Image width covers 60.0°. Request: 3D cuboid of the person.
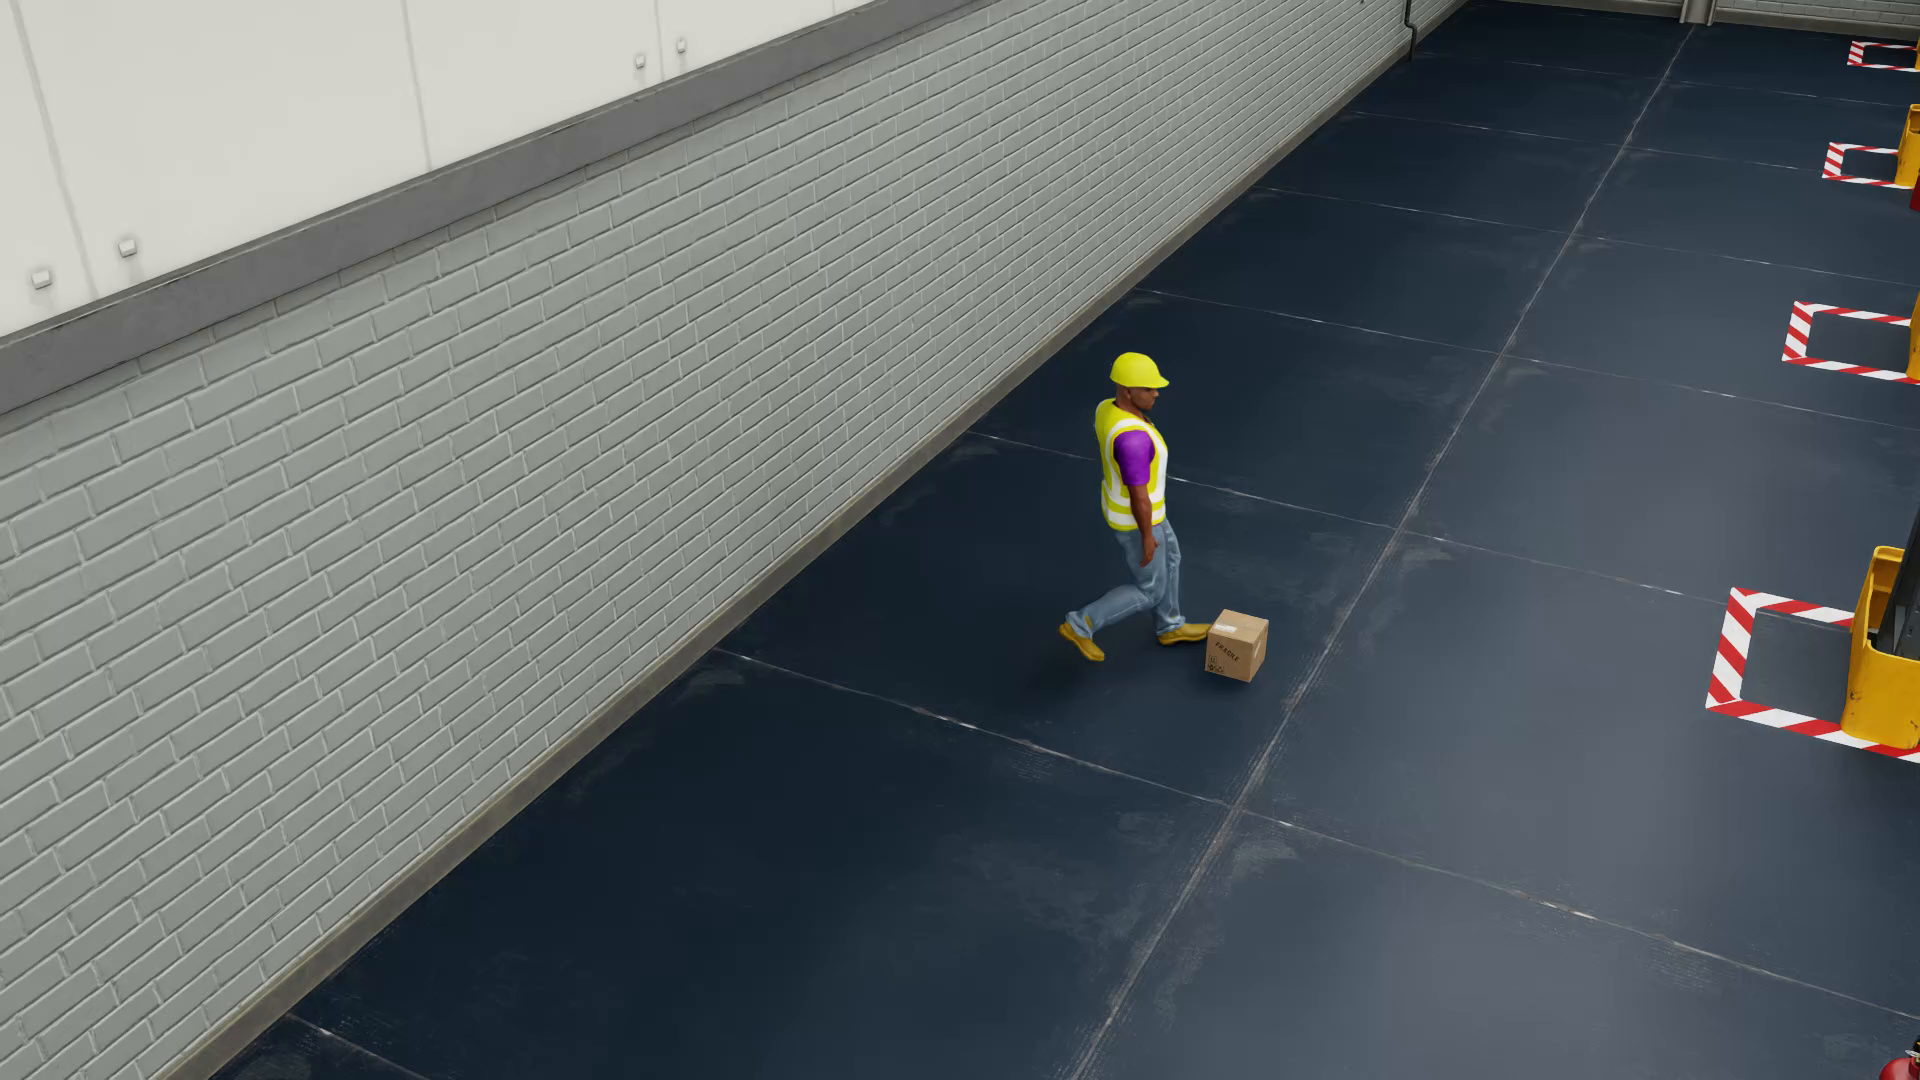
[{"bbox_3d":[0.945,-0.150,8.554,0.890,1.727,0.596,-2,30,-4],"label":"person"}]
